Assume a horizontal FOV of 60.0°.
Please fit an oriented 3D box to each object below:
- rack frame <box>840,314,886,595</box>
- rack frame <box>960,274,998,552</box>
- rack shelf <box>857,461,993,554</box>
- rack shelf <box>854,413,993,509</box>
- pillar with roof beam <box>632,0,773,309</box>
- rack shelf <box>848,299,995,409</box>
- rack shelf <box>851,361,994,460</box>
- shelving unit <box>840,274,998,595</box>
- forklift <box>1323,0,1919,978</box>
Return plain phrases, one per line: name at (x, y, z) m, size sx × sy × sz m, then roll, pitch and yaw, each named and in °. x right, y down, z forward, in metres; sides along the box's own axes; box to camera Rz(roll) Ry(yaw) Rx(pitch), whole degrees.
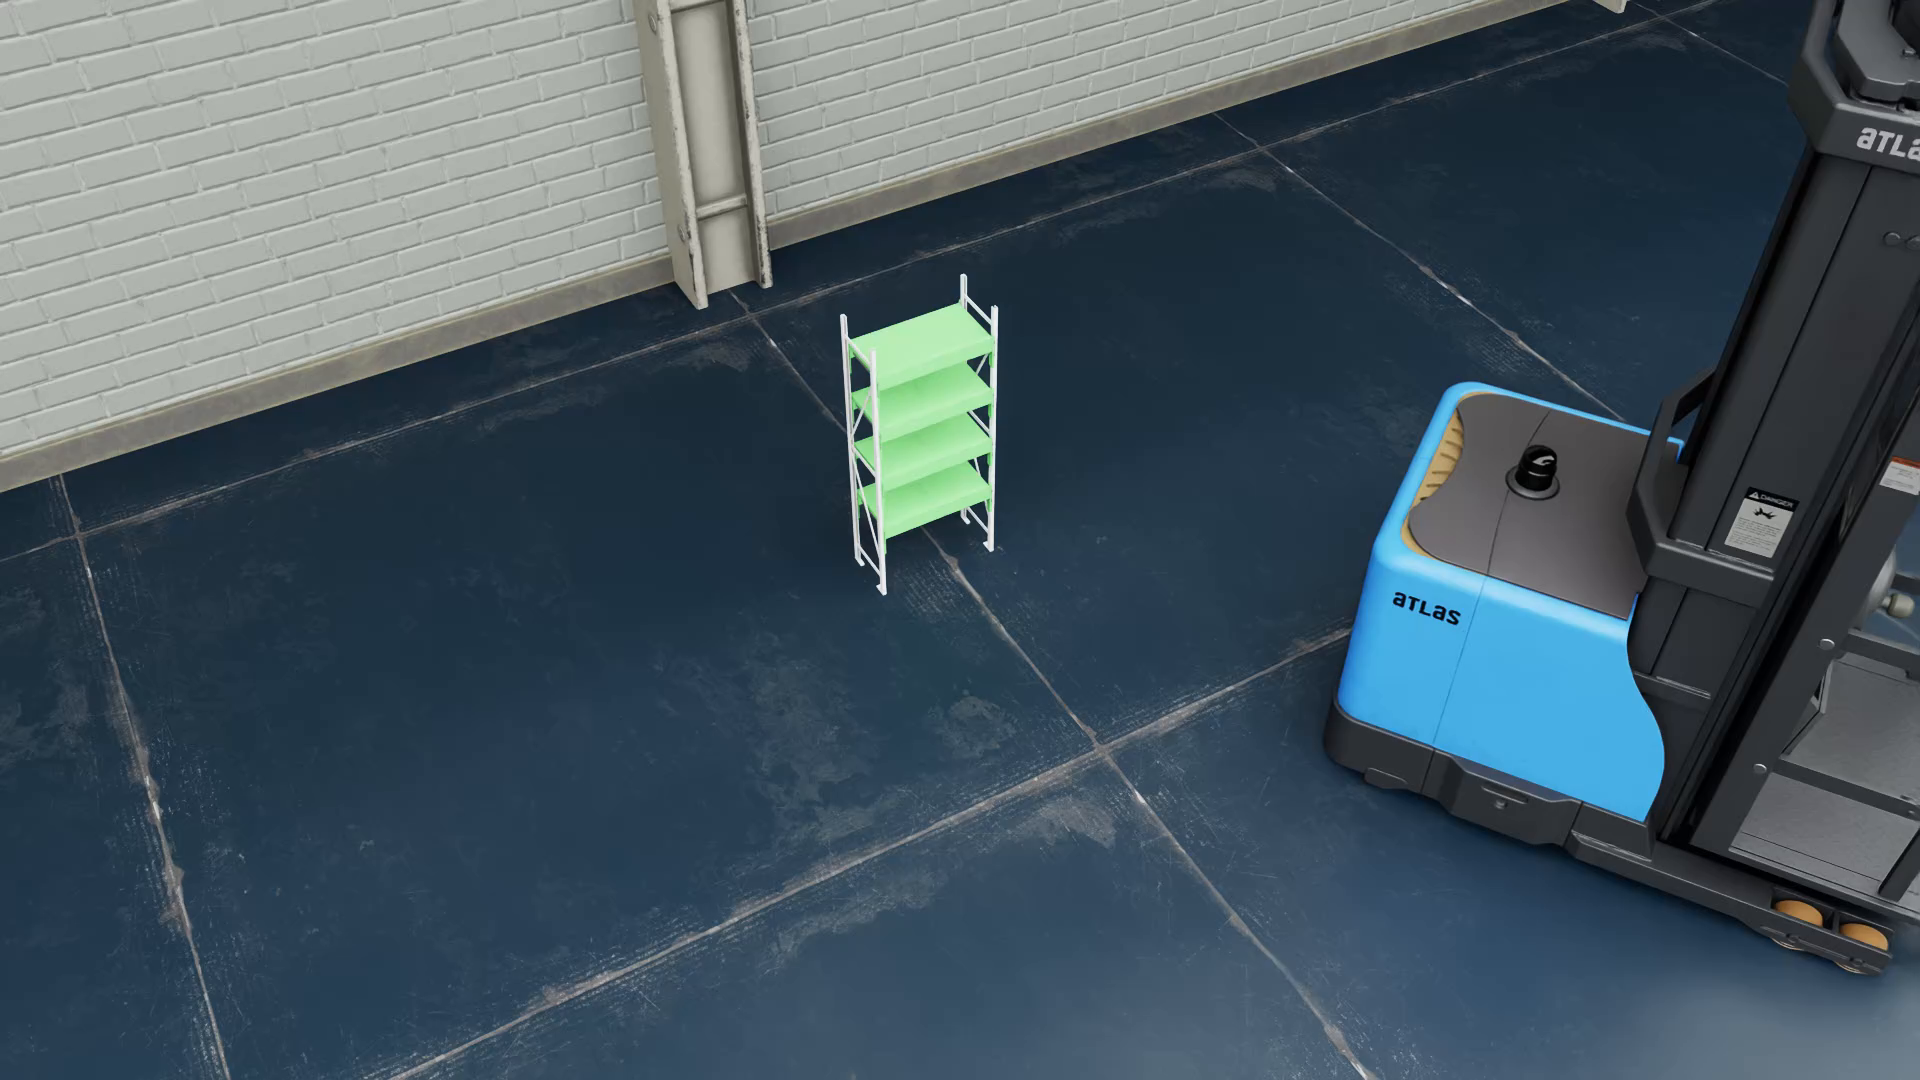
rack frame at (-0.355, -0.288, 6.186) m, size 0.015 × 1.200 × 0.240 m, roll -22°, pitch 48°, yaw -21°
rack frame at (0.068, -0.458, 6.360) m, size 0.015 × 1.200 × 0.240 m, roll -22°, pitch 48°, yaw -21°
rack shelf at (-0.144, -0.155, 6.485) m, size 0.480 × 0.148 × 0.258 m, roll -22°, pitch 48°, yaw -21°
rack shelf at (-0.144, -0.327, 6.317) m, size 0.480 × 0.148 × 0.258 m, roll -22°, pitch 48°, yaw -21°
pillar with roof beam at (0.998, -1.881, 2.227) m, size 0.400 × 9.000 × 9.100 m, roll -22°, pitch 48°, yaw -21°
rack shelf at (-0.144, -0.672, 5.983) m, size 0.480 × 0.148 × 0.258 m, roll -22°, pitch 48°, yaw -21°
rack shelf at (-0.144, -0.499, 6.150) m, size 0.480 × 0.148 × 0.258 m, roll -22°, pitch 48°, yaw -21°
shelving unit at (-0.144, -0.373, 6.273) m, size 0.503 × 1.200 × 0.258 m, roll -22°, pitch 48°, yaw -21°
forklift at (2.839, -0.093, 4.741) m, size 3.031 × 2.935 × 1.130 m, roll 19°, pitch 47°, yaw 19°
